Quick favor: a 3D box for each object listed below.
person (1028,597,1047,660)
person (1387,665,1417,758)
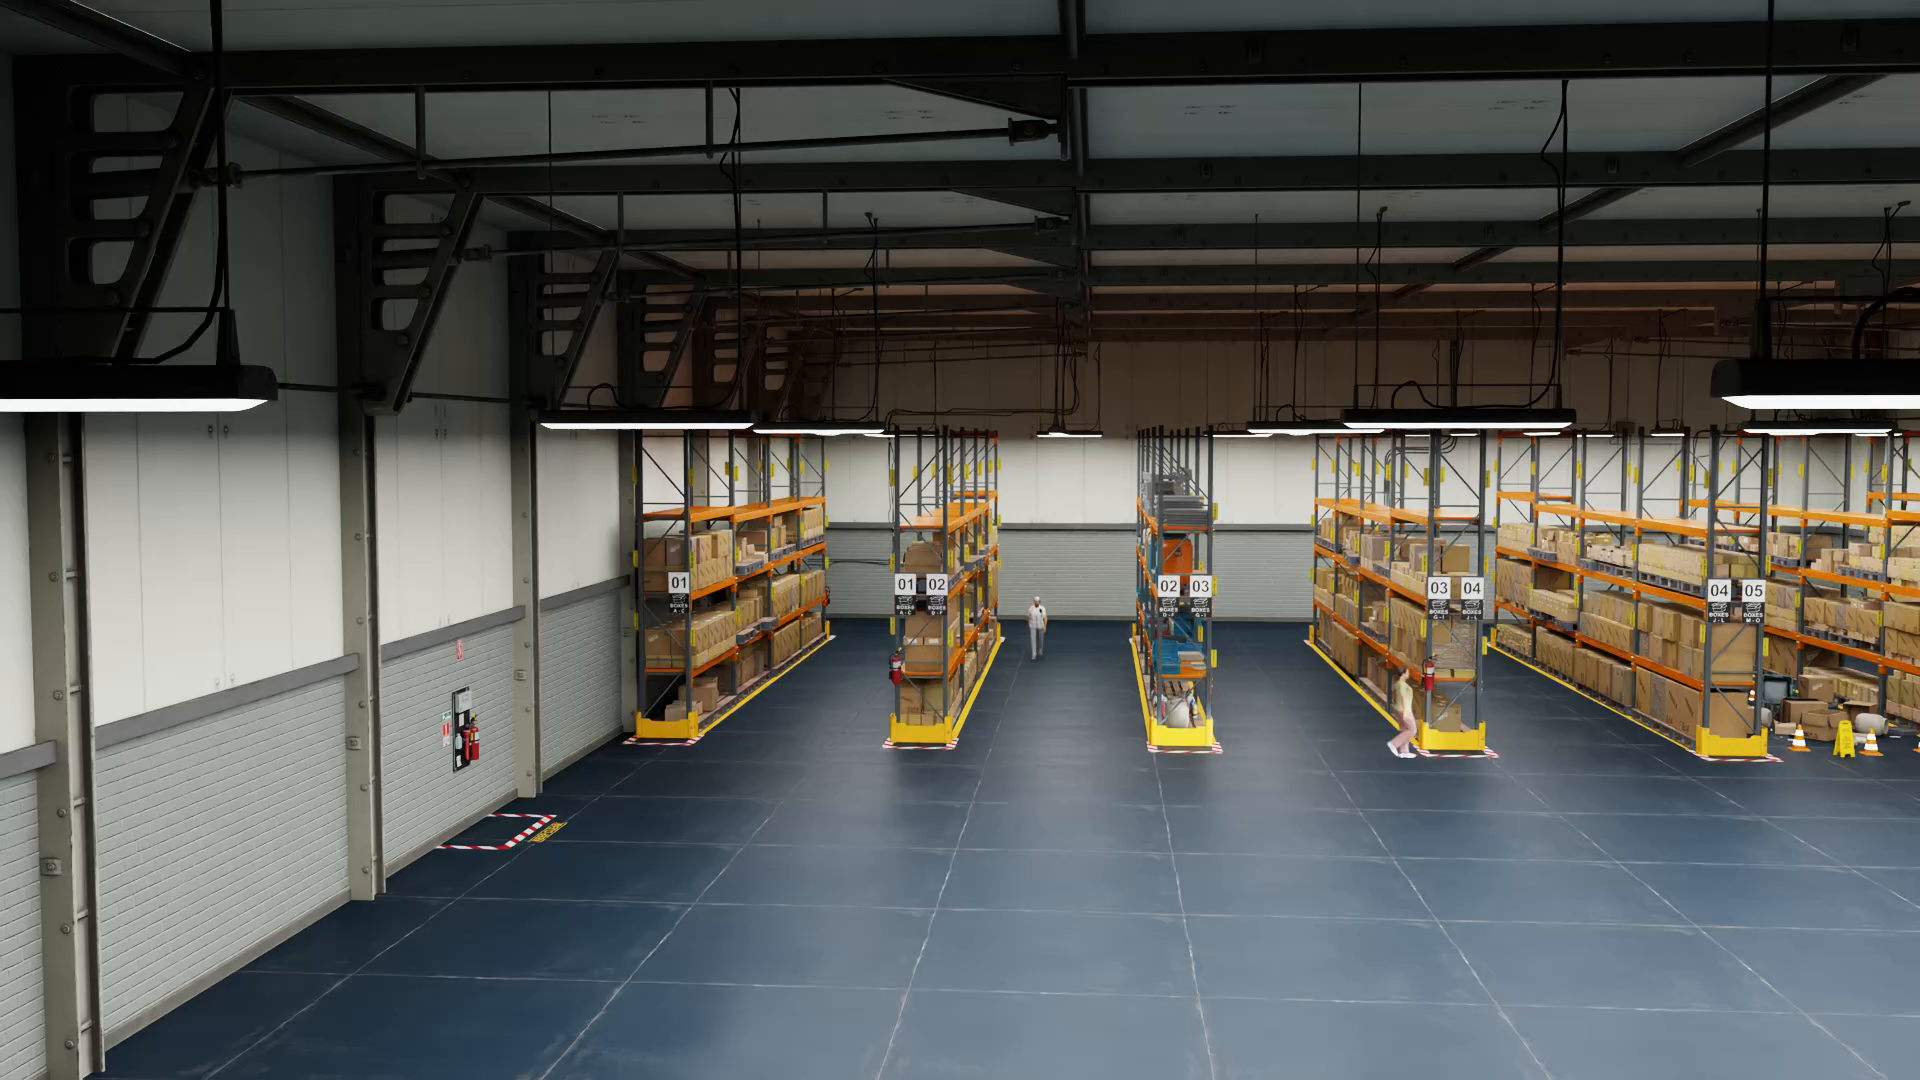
[{"bbox_3d":[2.025,2.287,43.560,0.500,1.604,1.034,0,3,2],"label":"person"},{"bbox_3d":[7.906,3.079,29.802,0.551,1.667,0.470,0,3,-3],"label":"person"}]
